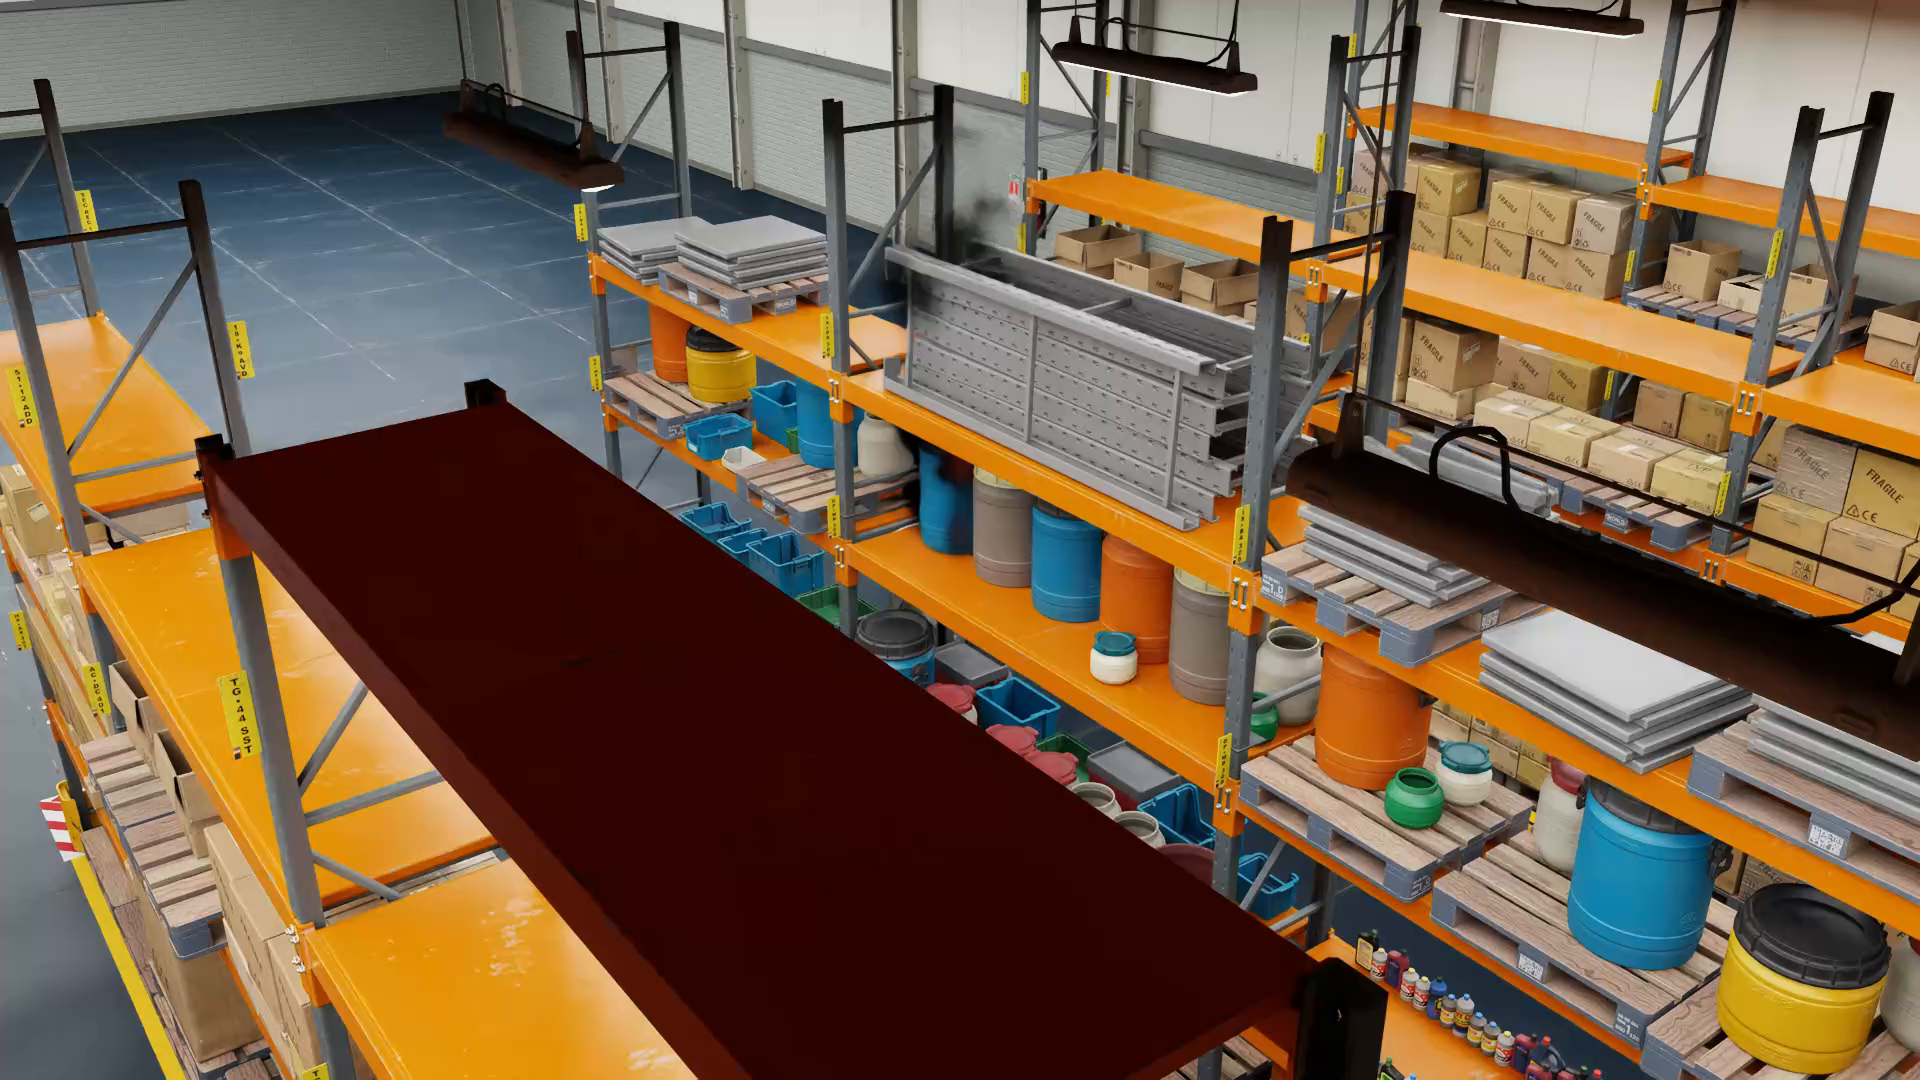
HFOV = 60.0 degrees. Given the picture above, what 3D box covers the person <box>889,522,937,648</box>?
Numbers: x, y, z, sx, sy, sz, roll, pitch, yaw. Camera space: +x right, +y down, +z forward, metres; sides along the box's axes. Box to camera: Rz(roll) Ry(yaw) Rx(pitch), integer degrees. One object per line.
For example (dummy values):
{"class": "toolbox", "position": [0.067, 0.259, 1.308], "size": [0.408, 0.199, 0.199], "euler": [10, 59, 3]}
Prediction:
{"class": "person", "position": [-0.438, 0.342, 15.486], "size": [0.700, 1.749, 0.801], "euler": [-22, 33, -39]}
